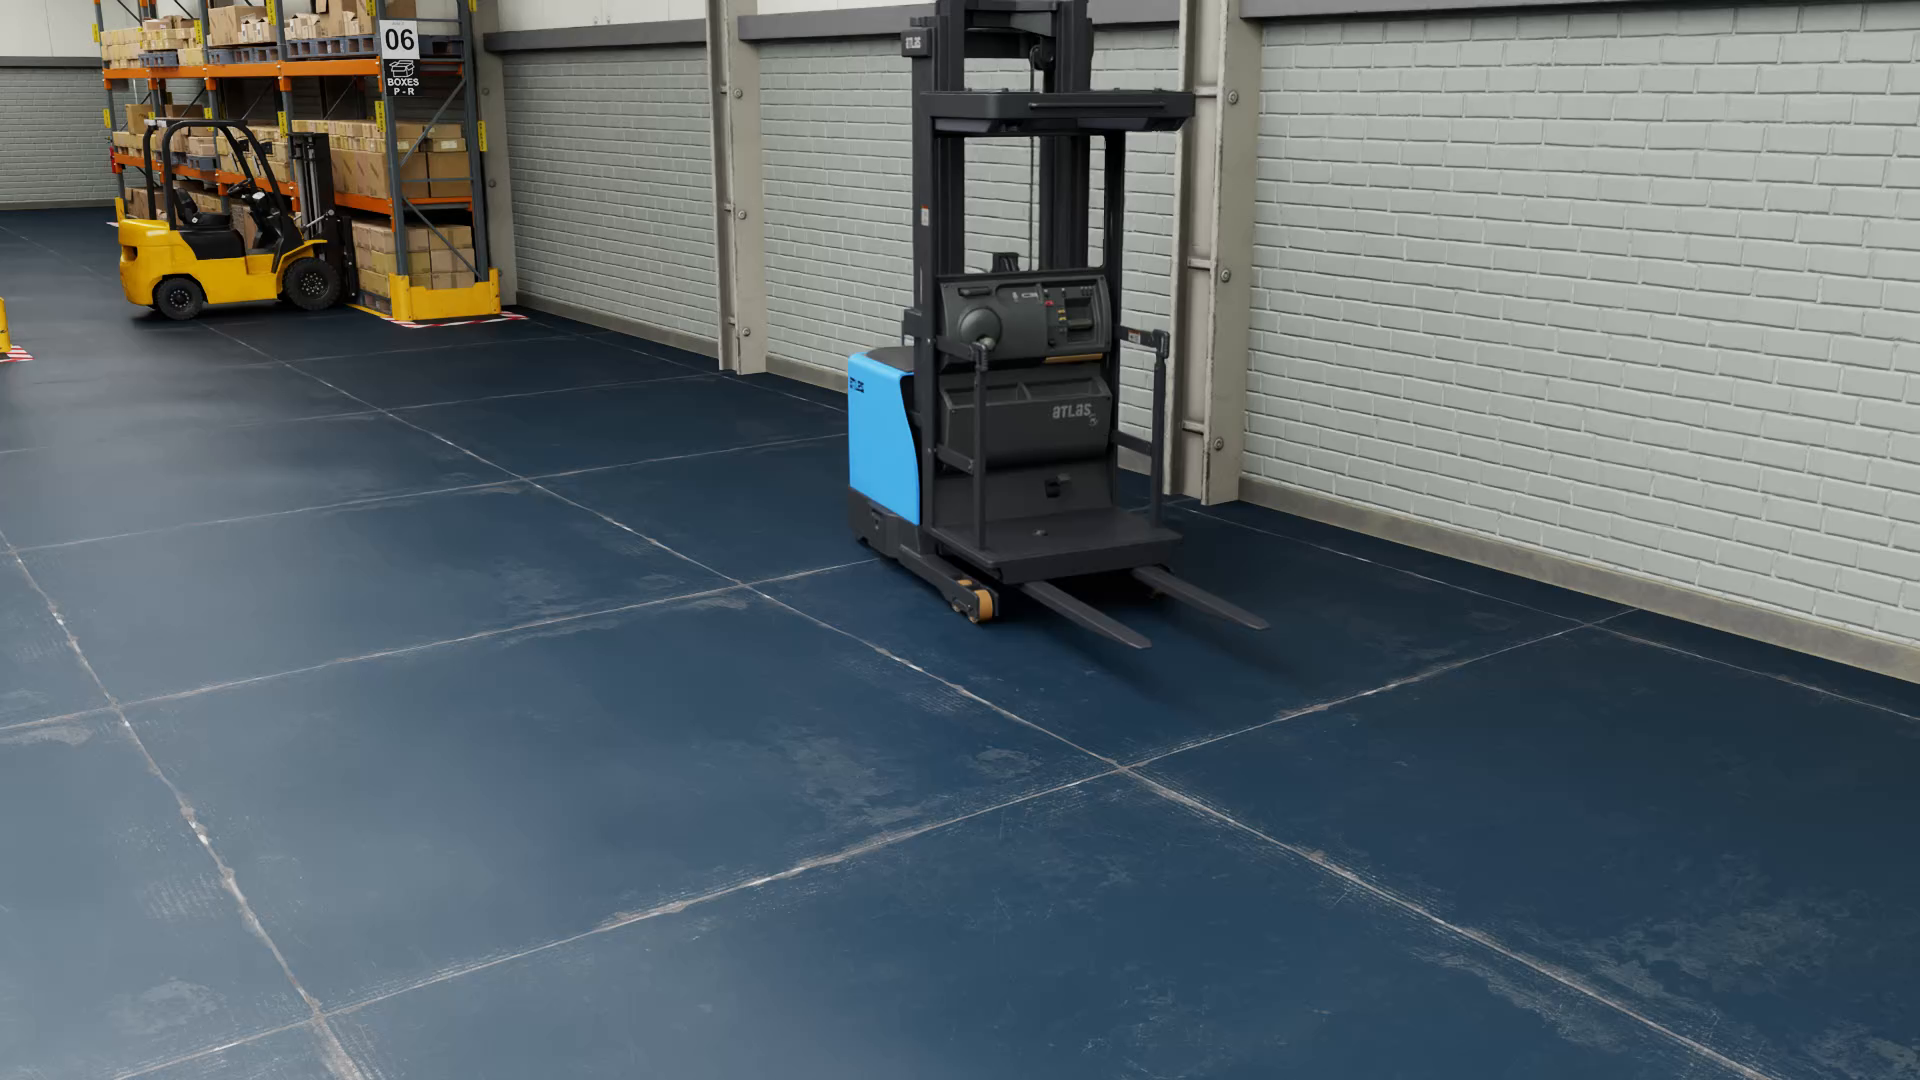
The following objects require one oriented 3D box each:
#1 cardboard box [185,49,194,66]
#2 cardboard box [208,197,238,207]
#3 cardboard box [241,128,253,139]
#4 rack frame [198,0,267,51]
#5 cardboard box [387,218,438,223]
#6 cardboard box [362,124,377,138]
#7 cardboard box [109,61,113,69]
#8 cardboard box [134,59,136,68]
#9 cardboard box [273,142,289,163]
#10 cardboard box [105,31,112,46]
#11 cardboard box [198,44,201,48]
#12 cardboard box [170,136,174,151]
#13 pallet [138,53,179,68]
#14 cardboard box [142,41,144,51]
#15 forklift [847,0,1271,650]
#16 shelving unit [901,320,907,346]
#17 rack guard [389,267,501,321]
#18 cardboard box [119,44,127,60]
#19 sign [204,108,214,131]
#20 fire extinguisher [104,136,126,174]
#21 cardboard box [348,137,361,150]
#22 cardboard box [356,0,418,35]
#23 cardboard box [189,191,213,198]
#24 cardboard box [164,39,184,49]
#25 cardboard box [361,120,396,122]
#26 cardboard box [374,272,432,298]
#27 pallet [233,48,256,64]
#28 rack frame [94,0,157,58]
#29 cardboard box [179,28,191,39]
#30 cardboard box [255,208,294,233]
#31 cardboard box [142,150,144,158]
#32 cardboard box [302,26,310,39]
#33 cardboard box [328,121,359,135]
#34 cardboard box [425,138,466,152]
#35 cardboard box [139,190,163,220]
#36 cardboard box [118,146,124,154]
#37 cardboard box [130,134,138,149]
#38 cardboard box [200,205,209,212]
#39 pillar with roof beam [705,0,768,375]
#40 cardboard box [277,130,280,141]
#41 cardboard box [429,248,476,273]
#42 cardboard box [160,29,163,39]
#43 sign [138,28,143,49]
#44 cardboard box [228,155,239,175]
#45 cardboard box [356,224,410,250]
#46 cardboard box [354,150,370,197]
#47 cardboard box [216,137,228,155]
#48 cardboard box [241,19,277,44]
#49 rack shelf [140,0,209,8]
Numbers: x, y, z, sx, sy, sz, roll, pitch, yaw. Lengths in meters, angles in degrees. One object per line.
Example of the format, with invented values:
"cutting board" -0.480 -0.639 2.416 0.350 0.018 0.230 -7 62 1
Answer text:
"cardboard box" -11.330 -7.262 25.028 0.500 0.250 0.500 -11 19 -34
"cardboard box" -11.336 -5.201 25.606 0.380 0.149 0.250 -12 19 -36
"cardboard box" -9.819 -5.682 23.234 0.380 0.149 0.250 -10 18 -33
"rack frame" -10.536 -8.602 23.958 1.000 3.000 0.127 -11 19 -35
"cardboard box" -6.544 -3.705 19.950 0.500 0.250 0.500 -11 19 -35
"cardboard box" -6.559 -4.648 18.894 0.380 0.149 0.250 -10 18 -33
"cardboard box" -15.240 -8.638 30.248 0.380 0.149 0.250 -10 18 -33
"cardboard box" -13.904 -8.145 28.447 0.380 0.149 0.250 -10 18 -33
"cardboard box" -8.679 -5.088 21.821 0.500 0.250 0.500 -11 19 -36
"cardboard box" -14.898 -8.930 29.614 0.500 0.250 0.500 -11 19 -35
"cardboard box" -11.075 -7.372 24.675 0.380 0.149 0.250 -11 19 -36
"cardboard box" -12.381 -6.344 26.531 0.396 0.266 0.258 -10 18 -32
"pallet" -12.561 -7.768 26.951 1.213 0.211 1.003 -11 19 -35
"cardboard box" -13.034 -8.013 26.981 0.380 0.149 0.250 -11 19 -34
"forklift" 0.430 -1.139 8.184 1.130 2.935 3.031 -7 17 -24
"shelving unit" -0.196 -0.696 9.846 0.258 1.200 0.189 -7 17 -24
"rack guard" -5.818 -2.789 18.820 1.175 0.500 0.348 -11 19 -35
"cardboard box" -14.270 -8.474 28.893 0.500 0.250 0.500 -11 19 -35
"sign" -10.969 -6.142 24.292 0.100 0.325 0.005 -11 19 -35
"fire extinguisher" -15.700 -7.159 30.904 0.296 0.674 0.183 -11 19 -35
"cardboard box" -6.872 -4.611 19.322 0.380 0.149 0.250 -12 19 -36
"cardboard box" -6.289 -5.802 18.238 0.500 0.500 0.500 -10 18 -33
"cardboard box" -12.217 -5.538 26.841 0.380 0.149 0.250 -11 19 -35
"cardboard box" -12.109 -7.689 25.796 0.380 0.149 0.250 -10 18 -33
"cardboard box" -7.274 -5.179 20.835 0.380 0.149 0.250 -11 19 -36
"cardboard box" -6.364 -2.928 19.003 0.500 0.250 0.500 -11 19 -34
"pallet" -9.404 -6.695 23.029 1.003 0.211 1.213 -10 18 -32
"rack frame" -15.240 -10.310 30.199 1.000 3.000 0.127 -11 19 -35
"cardboard box" -11.590 -7.670 25.199 0.380 0.149 0.250 -11 19 -36
"cardboard box" -9.393 -4.348 23.483 0.875 0.625 0.625 -12 19 -37
"cardboard box" -13.928 -6.684 28.793 0.380 0.149 0.250 -11 19 -35
"cardboard box" -7.714 -6.123 20.076 0.380 0.149 0.250 -10 18 -33
"cardboard box" -7.415 -4.982 20.114 0.380 0.149 0.250 -11 19 -35
"cardboard box" -5.822 -4.474 18.821 0.380 0.149 0.250 -11 19 -36
"cardboard box" -14.255 -5.951 29.577 0.500 0.500 0.500 -10 18 -34
"cardboard box" -15.268 -7.183 30.613 0.380 0.149 0.250 -11 19 -35
"cardboard box" -14.275 -7.028 29.291 0.500 0.250 0.500 -11 19 -36
"cardboard box" -11.554 -4.982 26.036 0.500 0.500 0.500 -10 18 -32
"pillar with roof beam" -5.467 -5.233 11.648 9.100 9.000 0.400 -11 19 -35
"cardboard box" -8.832 -5.366 22.083 0.380 0.149 0.250 -11 19 -35
"cardboard box" -5.940 -3.250 19.235 0.500 0.250 0.500 -10 18 -34
"cardboard box" -12.254 -7.886 25.952 0.380 0.149 0.250 -11 19 -34
"sign" -13.322 -8.173 27.093 0.100 0.325 0.005 -11 19 -35
"cardboard box" -10.181 -5.395 23.890 0.500 0.250 0.500 -11 19 -36
"cardboard box" -6.660 -3.517 19.261 0.500 0.250 0.500 -10 18 -34
"cardboard box" -6.631 -4.225 19.140 0.500 0.500 0.500 -10 18 -33
"cardboard box" -10.493 -5.740 24.205 0.500 0.250 0.500 -11 19 -35
"cardboard box" -9.258 -6.789 22.202 0.500 0.311 0.500 -12 19 -36
"rack shelf" -11.712 -8.489 25.666 1.077 0.370 4.000 -11 19 -35
